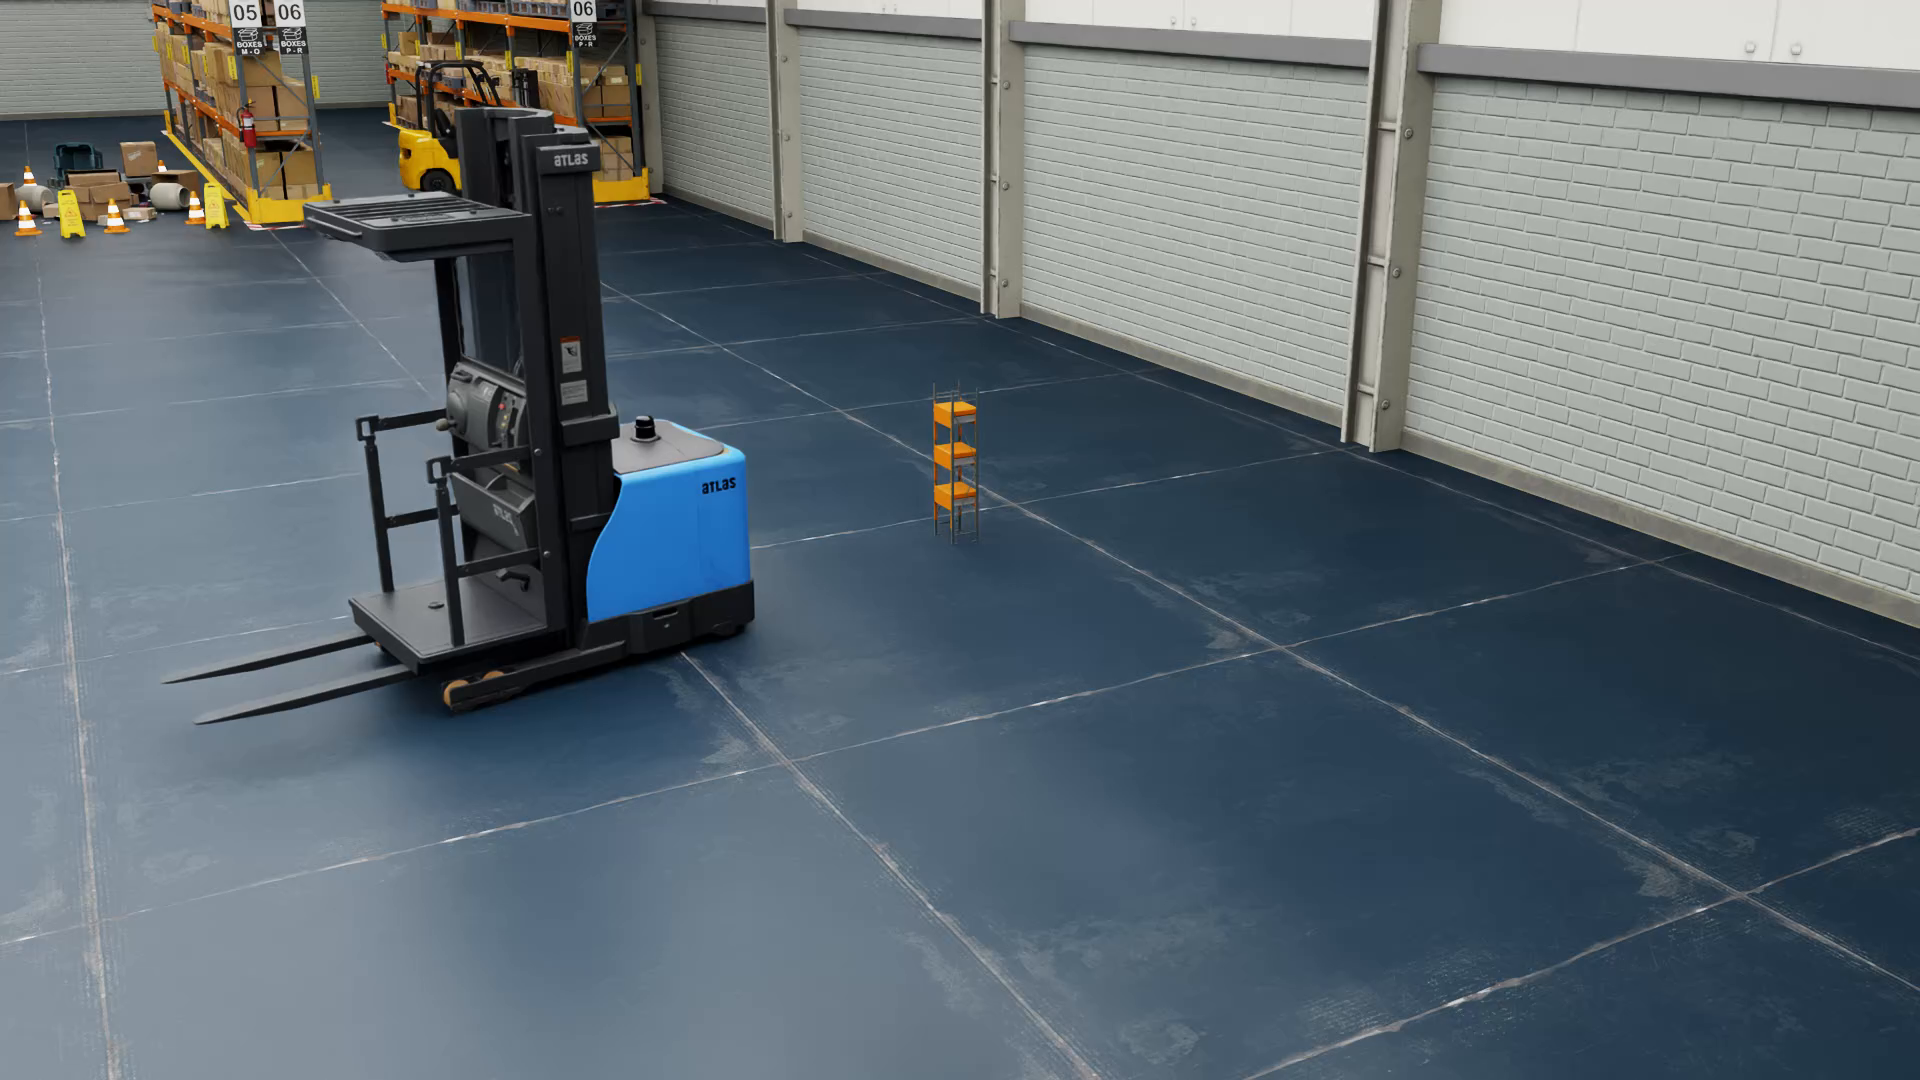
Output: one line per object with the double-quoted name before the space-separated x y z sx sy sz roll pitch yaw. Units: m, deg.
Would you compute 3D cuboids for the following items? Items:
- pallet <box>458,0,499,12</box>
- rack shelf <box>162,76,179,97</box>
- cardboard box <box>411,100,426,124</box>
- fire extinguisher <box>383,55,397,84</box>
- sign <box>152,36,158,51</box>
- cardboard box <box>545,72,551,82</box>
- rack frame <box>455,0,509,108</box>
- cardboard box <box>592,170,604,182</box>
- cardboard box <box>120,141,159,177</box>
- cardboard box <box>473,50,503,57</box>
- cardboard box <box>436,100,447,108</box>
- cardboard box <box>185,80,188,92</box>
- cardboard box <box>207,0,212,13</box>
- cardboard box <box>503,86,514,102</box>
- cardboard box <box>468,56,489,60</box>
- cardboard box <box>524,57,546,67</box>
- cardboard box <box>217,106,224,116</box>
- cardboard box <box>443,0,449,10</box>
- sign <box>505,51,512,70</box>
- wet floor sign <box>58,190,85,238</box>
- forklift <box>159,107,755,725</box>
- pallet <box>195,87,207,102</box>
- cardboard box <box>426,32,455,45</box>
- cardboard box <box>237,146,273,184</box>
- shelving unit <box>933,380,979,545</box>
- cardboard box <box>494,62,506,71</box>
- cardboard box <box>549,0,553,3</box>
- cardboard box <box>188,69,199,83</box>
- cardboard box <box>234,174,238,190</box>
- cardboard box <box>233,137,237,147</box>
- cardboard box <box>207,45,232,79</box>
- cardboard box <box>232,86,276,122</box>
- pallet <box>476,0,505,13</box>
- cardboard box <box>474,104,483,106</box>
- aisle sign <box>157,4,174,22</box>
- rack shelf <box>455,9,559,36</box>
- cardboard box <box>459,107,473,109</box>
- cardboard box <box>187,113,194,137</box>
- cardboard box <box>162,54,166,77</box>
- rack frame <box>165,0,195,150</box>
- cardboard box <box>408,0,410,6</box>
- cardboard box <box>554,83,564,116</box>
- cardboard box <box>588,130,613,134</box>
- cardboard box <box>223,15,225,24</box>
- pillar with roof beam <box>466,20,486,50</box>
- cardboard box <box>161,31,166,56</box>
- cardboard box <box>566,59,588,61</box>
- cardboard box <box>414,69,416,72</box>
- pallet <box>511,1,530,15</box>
"pallet" -9.104 -10.459 32.534 1.213 0.211 1.003 -9 21 -24
"rack shelf" -16.720 -9.924 36.395 1.077 0.370 4.000 -10 21 -27
"cardboard box" -12.232 -9.885 38.368 0.700 0.500 0.500 -11 22 -29
"fire extinguisher" -13.780 -11.366 40.161 0.296 0.674 0.183 -10 21 -27
"sign" -18.161 -11.200 37.543 0.100 0.325 0.005 -10 21 -27
"cardboard box" -6.748 -7.789 27.959 0.380 0.149 0.250 -10 21 -26
"rack frame" -9.505 -9.311 33.517 1.000 3.000 0.127 -10 21 -27
"cardboard box" -6.207 -6.000 27.491 0.500 0.250 0.500 -10 21 -26
"cardboard box" -13.524 -6.285 27.419 0.500 0.500 0.500 -10 21 -27
"cardboard box" -9.611 -9.729 33.931 0.500 0.500 0.500 -9 21 -24
"cardboard box" -11.268 -9.571 36.465 0.380 0.149 0.250 -11 22 -28
"cardboard box" -14.821 -8.867 32.459 0.500 0.250 0.500 -10 22 -27
"cardboard box" -11.524 -8.420 26.109 0.500 0.250 0.500 -10 21 -26
"cardboard box" -8.075 -8.196 30.516 0.500 0.250 0.500 -9 21 -25
"cardboard box" -9.485 -9.452 32.776 0.380 0.149 0.250 -9 21 -25
"cardboard box" -7.496 -8.462 29.452 0.380 0.149 0.250 -10 21 -26
"cardboard box" -12.104 -7.134 27.593 0.380 0.149 0.250 -10 21 -27
"cardboard box" -10.201 -10.912 33.788 0.500 0.250 0.500 -10 21 -26
"sign" -8.078 -8.586 29.762 0.100 0.325 0.005 -10 21 -27
"wet floor sign" -12.624 -4.635 23.573 0.267 0.644 0.232 -14 24 -36
"forklift" -2.655 -0.690 8.637 3.031 2.935 1.130 -14 24 -36
"pallet" -13.439 -8.263 30.772 1.213 0.211 1.003 -10 21 -27
"cardboard box" -11.877 -11.353 38.057 0.500 0.500 0.500 -11 22 -28
"cardboard box" -10.933 -5.837 25.871 0.500 0.500 0.500 -9 21 -25
"shelving unit" -0.025 -0.512 11.005 0.215 1.050 0.252 -10 21 -27
"cardboard box" -8.413 -8.785 30.845 0.380 0.149 0.250 -11 22 -28
"cardboard box" -6.487 -8.879 27.074 0.396 0.266 0.258 -10 21 -27
"cardboard box" -14.325 -8.807 31.518 0.500 0.250 0.500 -10 21 -27
"cardboard box" -11.412 -5.777 26.847 0.500 0.250 0.500 -10 22 -27
"cardboard box" -11.156 -6.238 26.038 0.380 0.149 0.250 -9 21 -24
"cardboard box" -11.516 -7.595 26.403 0.700 0.500 0.500 -11 22 -28
"cardboard box" -10.573 -6.546 24.894 0.500 0.500 0.500 -10 22 -28
"pallet" -8.570 -10.139 31.605 1.003 0.211 1.213 -9 21 -24
"cardboard box" -10.139 -9.196 35.376 0.380 0.149 0.250 -10 21 -26
"aisle sign" -17.959 -12.043 37.447 0.394 0.787 0.004 -10 21 -27
"rack shelf" -8.555 -9.815 31.482 1.077 0.370 4.000 -10 21 -27
"cardboard box" -10.205 -8.893 34.500 0.380 0.149 0.250 -11 22 -28
"cardboard box" -15.974 -8.874 35.534 0.875 0.438 0.875 -10 22 -27
"cardboard box" -17.430 -10.562 36.989 0.500 0.500 0.500 -10 22 -27
"rack frame" -15.771 -9.690 34.614 1.000 3.000 0.127 -10 21 -27
"cardboard box" -12.068 -11.966 36.996 0.380 0.149 0.250 -9 21 -25
"cardboard box" -6.409 -7.313 27.573 0.500 0.500 0.500 -9 21 -25
"cardboard box" -6.236 -6.842 28.399 0.500 0.250 0.500 -10 21 -27
"cardboard box" -10.953 -7.898 25.209 0.380 0.149 0.250 -10 21 -27
"pillar with roof beam" -14.730 -12.968 34.918 9.100 9.000 0.400 -10 21 -27
"cardboard box" -16.952 -10.739 35.969 0.500 0.500 0.500 -10 21 -26
"cardboard box" -6.608 -8.240 28.809 0.380 0.149 0.250 -10 22 -27
"cardboard box" -12.065 -10.536 37.450 0.380 0.149 0.250 -9 21 -25
"pallet" -7.177 -9.298 29.017 1.003 0.211 1.213 -10 21 -27
